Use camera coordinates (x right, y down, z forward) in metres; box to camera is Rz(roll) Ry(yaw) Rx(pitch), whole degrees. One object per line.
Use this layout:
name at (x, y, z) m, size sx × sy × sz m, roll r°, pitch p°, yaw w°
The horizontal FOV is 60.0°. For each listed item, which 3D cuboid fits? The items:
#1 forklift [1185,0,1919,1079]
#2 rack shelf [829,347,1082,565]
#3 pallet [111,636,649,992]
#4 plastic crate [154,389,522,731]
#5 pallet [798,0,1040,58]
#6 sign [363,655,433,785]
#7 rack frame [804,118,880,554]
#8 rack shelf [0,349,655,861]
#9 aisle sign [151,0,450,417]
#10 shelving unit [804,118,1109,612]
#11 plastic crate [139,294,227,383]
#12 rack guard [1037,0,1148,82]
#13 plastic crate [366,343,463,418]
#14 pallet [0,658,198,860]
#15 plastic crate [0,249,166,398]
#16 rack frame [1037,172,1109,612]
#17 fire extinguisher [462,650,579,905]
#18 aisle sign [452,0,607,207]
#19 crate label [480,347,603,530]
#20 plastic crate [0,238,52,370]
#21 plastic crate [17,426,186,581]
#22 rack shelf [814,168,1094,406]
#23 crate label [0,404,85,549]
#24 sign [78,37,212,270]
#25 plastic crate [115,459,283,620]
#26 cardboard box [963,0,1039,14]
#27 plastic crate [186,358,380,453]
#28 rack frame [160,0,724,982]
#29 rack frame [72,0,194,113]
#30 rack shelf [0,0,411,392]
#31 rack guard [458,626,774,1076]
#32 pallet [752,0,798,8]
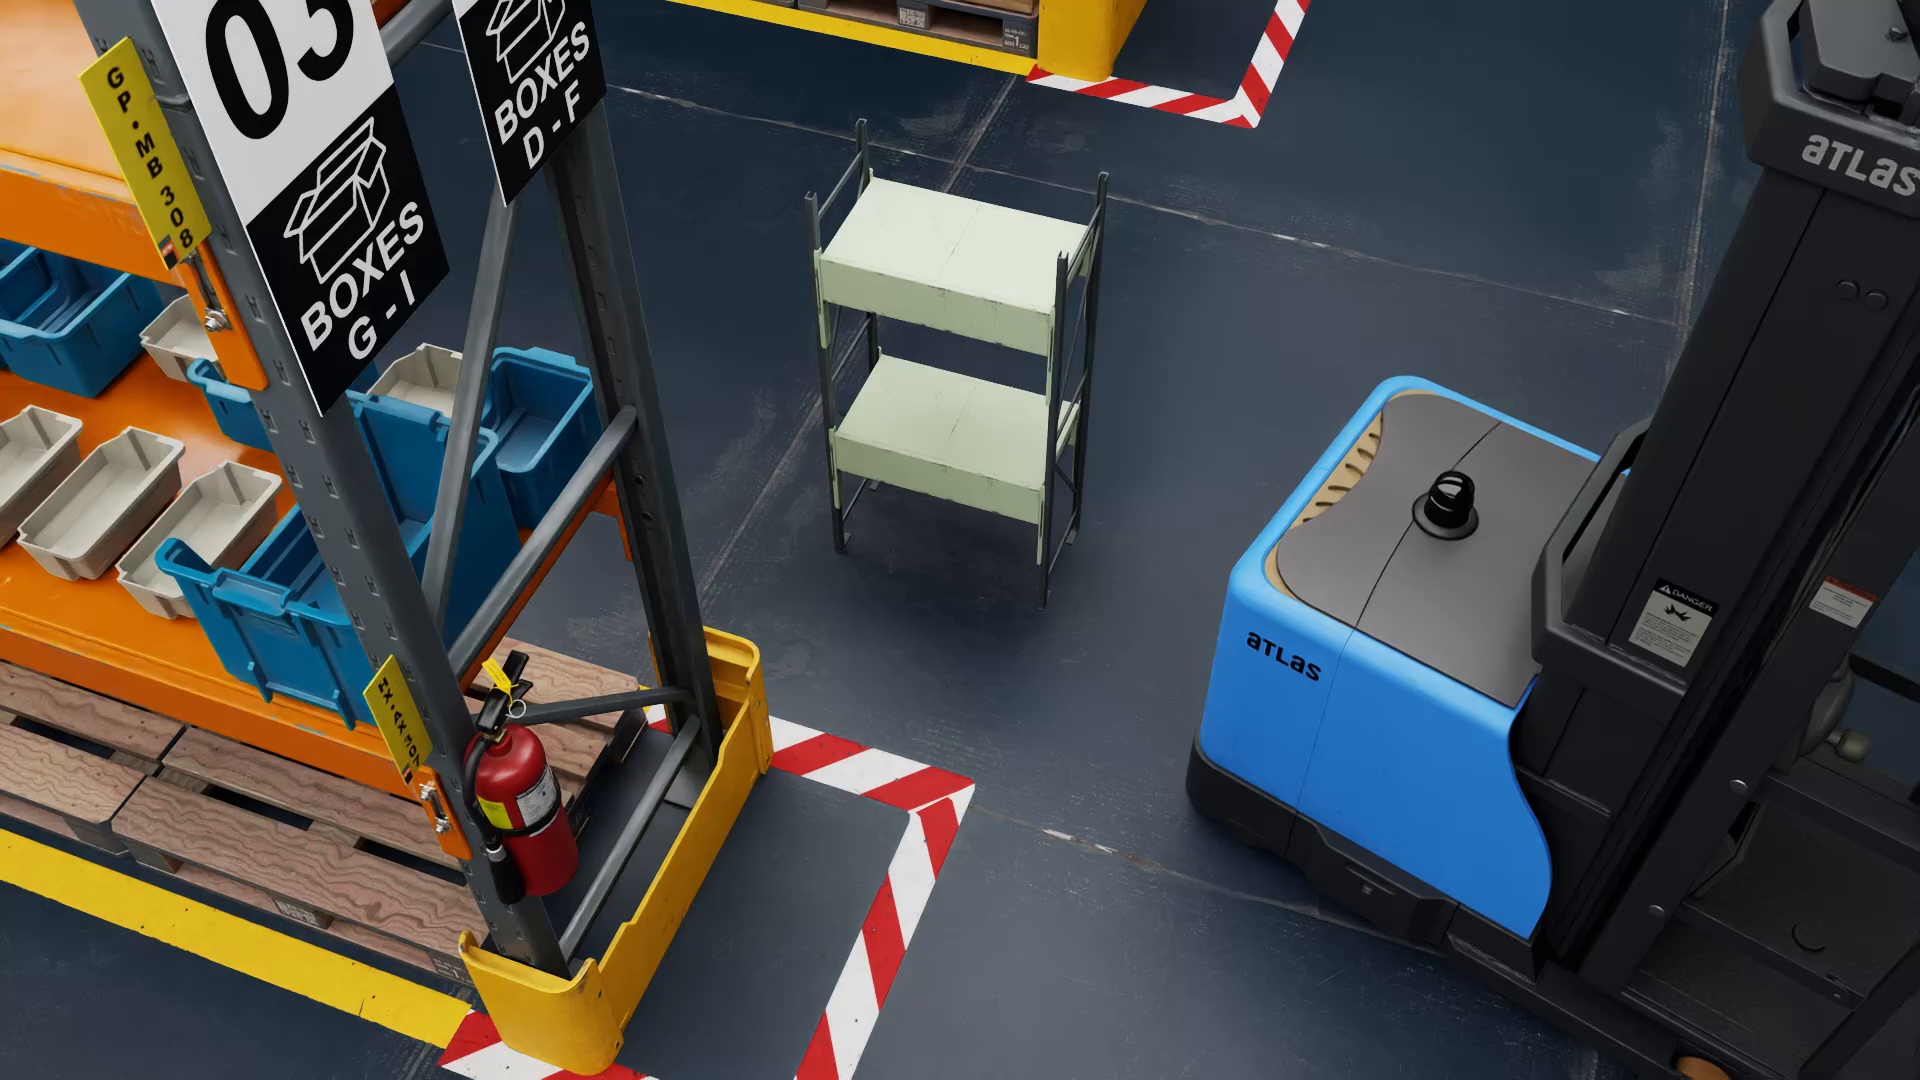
forklift at (2.174, 0.192, 3.644) m, size 3.031 × 2.935 × 1.130 m, roll 28°, pitch 55°, yaw 22°
rack shelf at (-0.006, -0.279, 5.431) m, size 0.720 × 0.370 × 0.431 m, roll 16°, pitch 51°, yaw 13°
pallet at (-1.711, 0.694, 5.009) m, size 1.213 × 0.211 × 1.003 m, roll 16°, pitch 51°, yaw 13°
plastic crate at (-1.329, 0.038, 3.669) m, size 0.499 × 0.435 × 0.616 m, roll 16°, pitch 51°, yaw 13°
pallet at (-0.050, -2.801, 8.038) m, size 1.213 × 0.211 × 1.003 m, roll 16°, pitch 51°, yaw 13°
sign at (-1.126, 0.365, 3.341) m, size 0.005 × 0.325 × 0.100 m, roll 16°, pitch 51°, yaw 13°
rack frame at (-0.350, -0.589, 5.268) m, size 0.023 × 1.500 × 0.400 m, roll 16°, pitch 51°, yaw 13°
rack shelf at (-2.827, -0.264, 4.470) m, size 4.000 × 0.370 × 1.077 m, roll 16°, pitch 51°, yaw 13°
aisle sign at (-0.984, -0.601, 2.565) m, size 0.004 × 0.787 × 0.394 m, roll 16°, pitch 51°, yaw 13°
shelving unit at (-0.006, -0.493, 5.185) m, size 0.755 × 1.500 × 0.431 m, roll 16°, pitch 51°, yaw 13°
plastic crate at (-1.976, -0.528, 4.357) m, size 0.298 × 0.136 × 0.250 m, roll 16°, pitch 51°, yaw 13°
rack guard at (0.698, -2.687, 7.748) m, size 0.348 × 0.500 × 1.175 m, roll 16°, pitch 51°, yaw 13°
plastic crate at (-1.340, -0.350, 4.203) m, size 0.298 × 0.136 × 0.250 m, roll 16°, pitch 51°, yaw 13°
pallet at (-2.851, 0.373, 5.287) m, size 1.213 × 0.211 × 1.003 m, roll 16°, pitch 51°, yaw 13°
plastic crate at (-2.303, -0.584, 4.342) m, size 0.300 × 0.233 × 0.416 m, roll 16°, pitch 51°, yaw 13°
rack frame at (0.337, -0.397, 5.102) m, size 0.023 × 1.500 × 0.400 m, roll 16°, pitch 51°, yaw 13°
fire extinguisher at (-0.966, 0.533, 3.601) m, size 0.183 × 0.674 × 0.296 m, roll 16°, pitch 51°, yaw 13°
aisle sign at (-0.780, -1.019, 2.928) m, size 0.004 × 0.787 × 0.394 m, roll 16°, pitch 51°, yaw 13°
crate label at (-1.068, -0.239, 4.043) m, size 0.303 × 0.233 × 0.416 m, roll 16°, pitch 51°, yaw 13°
plastic crate at (-2.585, -0.662, 4.410) m, size 0.300 × 0.233 × 0.416 m, roll 16°, pitch 51°, yaw 13°
plastic crate at (-2.045, -0.081, 3.970) m, size 0.243 × 0.136 × 0.396 m, roll 16°, pitch 51°, yaw 13°
rack shelf at (-0.006, -0.749, 4.890) m, size 0.720 × 0.370 × 0.431 m, roll 16°, pitch 51°, yaw 13°
crate label at (-2.315, -0.136, 4.018) m, size 0.243 × 0.136 × 0.396 m, roll 16°, pitch 51°, yaw 13°
sign at (-1.126, -0.530, 2.309) m, size 0.005 × 0.325 × 0.100 m, roll 16°, pitch 51°, yaw 13°
plastic crate at (-1.778, 0.006, 3.895) m, size 0.243 × 0.136 × 0.396 m, roll 16°, pitch 51°, yaw 13°
cardboard box at (0.174, -2.779, 7.537) m, size 0.500 × 0.500 × 0.500 m, roll 16°, pitch 51°, yaw 13°
plastic crate at (-1.685, -0.411, 4.192) m, size 0.300 × 0.233 × 0.416 m, roll 16°, pitch 51°, yaw 13°
rack frame at (-0.950, 0.024, 3.744) m, size 0.127 × 3.000 × 1.000 m, roll 16°, pitch 51°, yaw 13°
rack frame at (-0.950, -1.941, 1.477) m, size 0.127 × 3.000 × 1.000 m, roll 16°, pitch 51°, yaw 13°
rack shelf at (-2.827, -1.246, 3.336) m, size 4.000 × 0.370 × 1.077 m, roll 16°, pitch 51°, yaw 13°
rack guard at (-0.923, 0.840, 4.691) m, size 0.348 × 0.500 × 1.175 m, roll 16°, pitch 51°, yaw 13°
pallet at (-1.190, -3.121, 8.316) m, size 1.213 × 0.211 × 1.003 m, roll 16°, pitch 51°, yaw 13°
